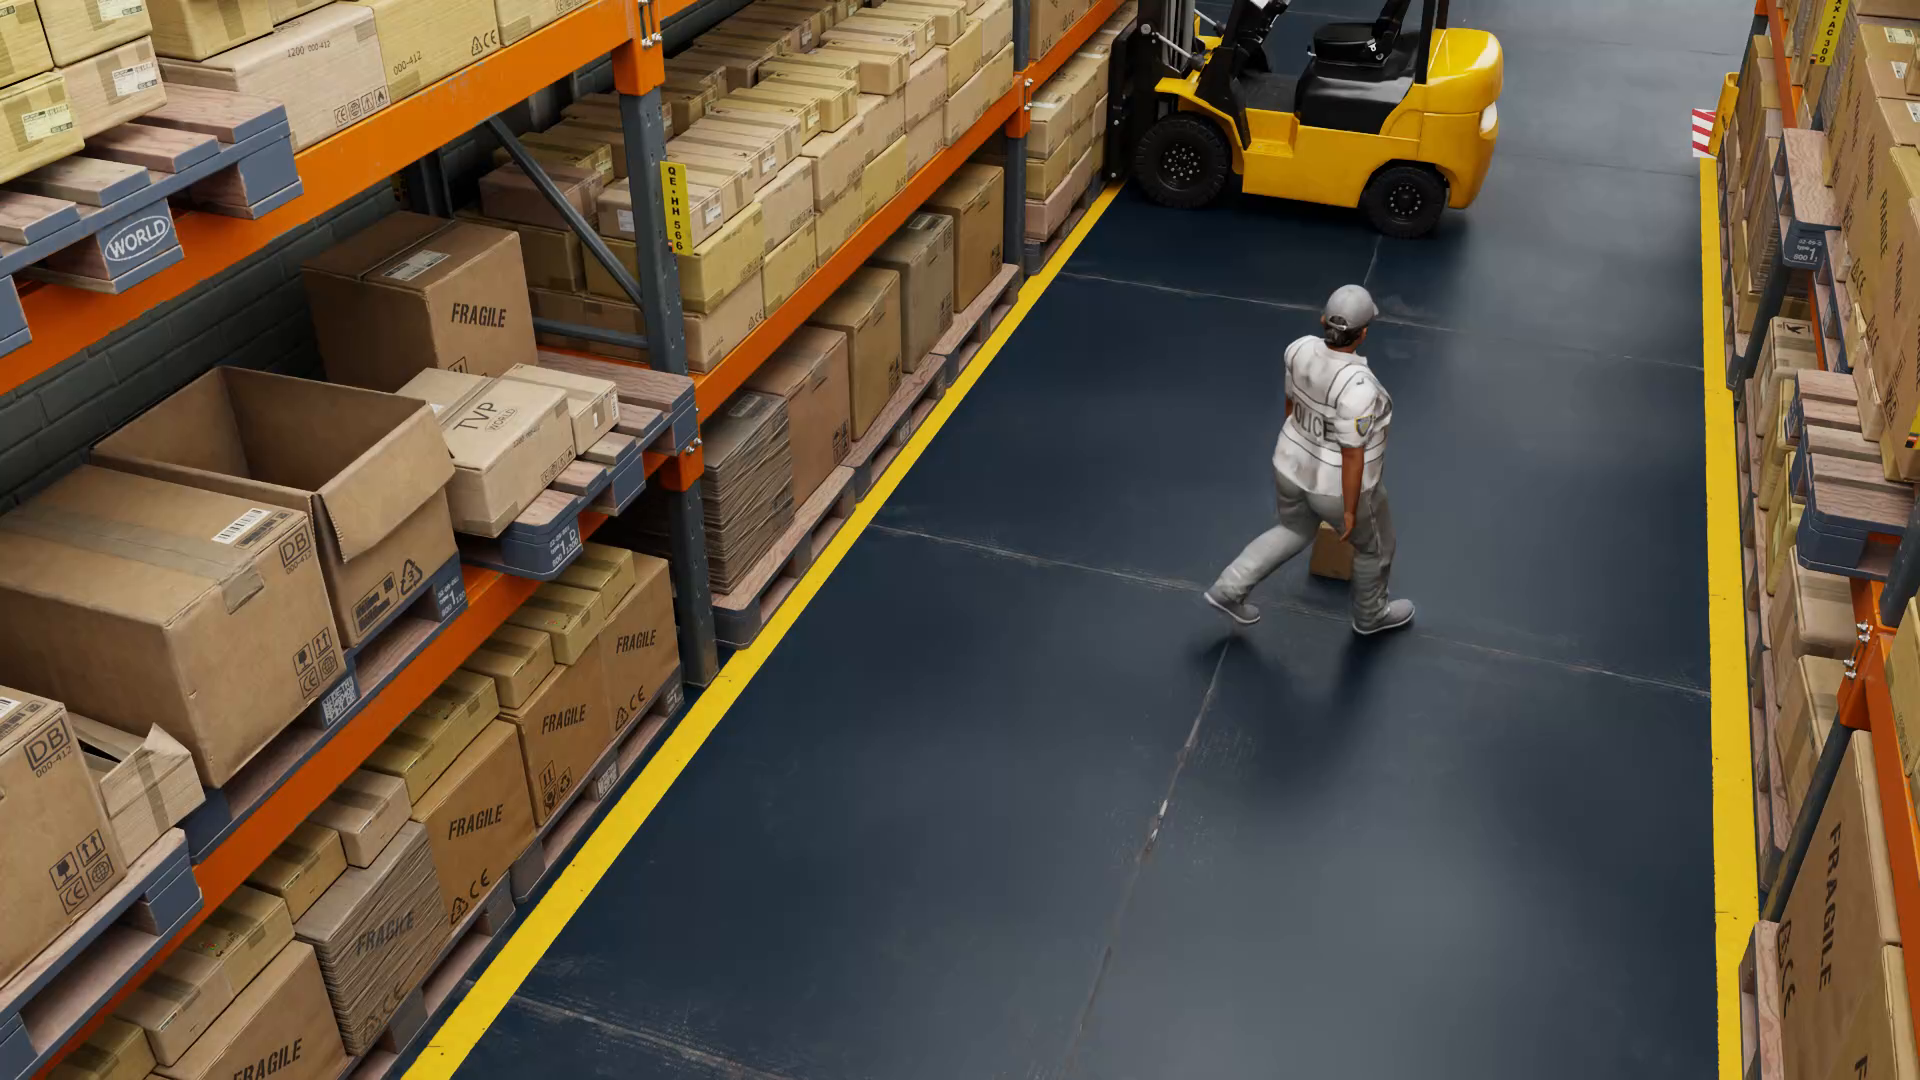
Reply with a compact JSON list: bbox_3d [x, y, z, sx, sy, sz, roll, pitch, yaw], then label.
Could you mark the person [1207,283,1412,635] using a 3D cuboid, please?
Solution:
[{"bbox_3d":[1.495,-0.288,6.598,0.880,1.617,0.494,-19,38,-26],"label":"person"}]
